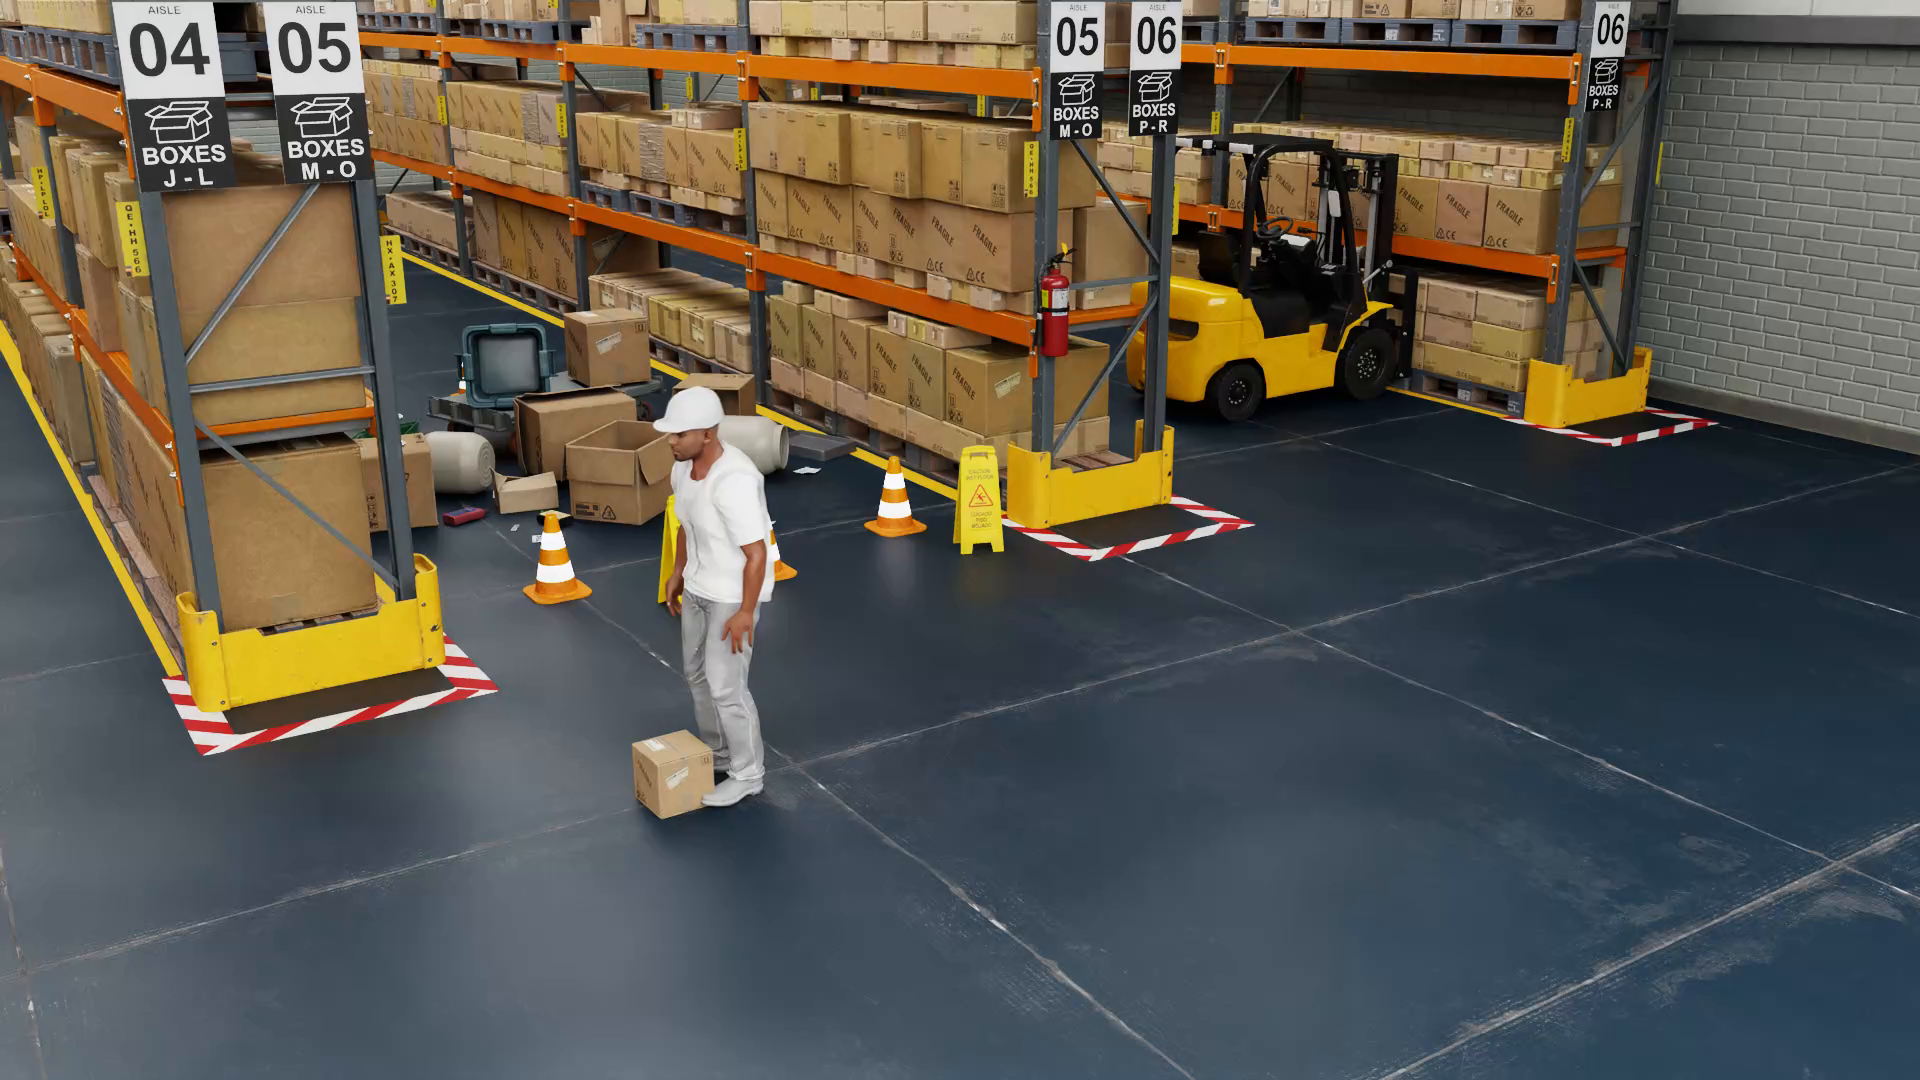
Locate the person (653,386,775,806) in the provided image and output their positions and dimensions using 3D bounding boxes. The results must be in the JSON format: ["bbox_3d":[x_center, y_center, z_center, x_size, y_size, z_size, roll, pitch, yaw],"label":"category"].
[{"bbox_3d":[-1.012,0.222,6.841,0.457,1.761,0.638,-12,22,-34],"label":"person"}]
